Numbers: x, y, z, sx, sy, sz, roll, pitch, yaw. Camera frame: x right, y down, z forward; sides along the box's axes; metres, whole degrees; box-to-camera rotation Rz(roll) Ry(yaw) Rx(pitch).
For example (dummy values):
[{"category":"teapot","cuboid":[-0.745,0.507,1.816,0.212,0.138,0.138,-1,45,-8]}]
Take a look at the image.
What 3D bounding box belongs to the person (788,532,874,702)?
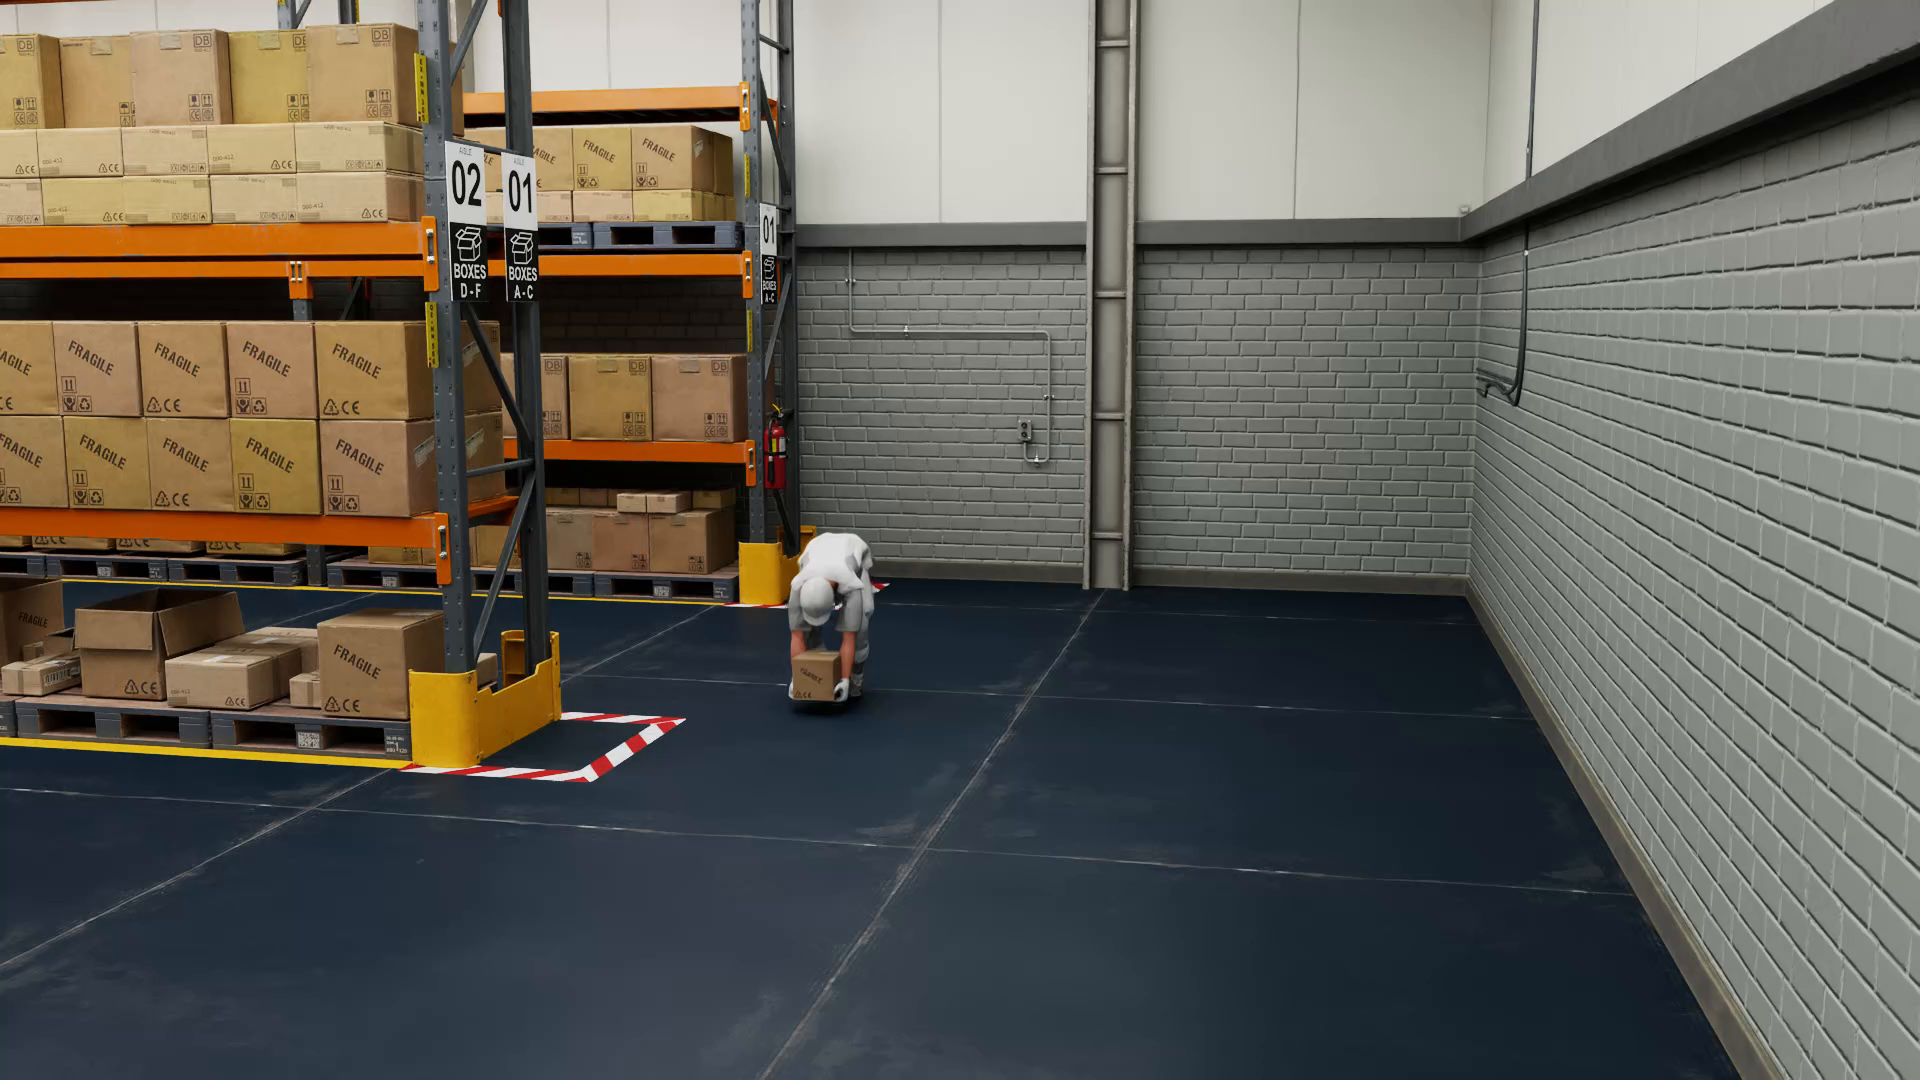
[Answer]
[{"category":"person","cuboid":[-0.793,0.484,10.089,0.519,0.997,0.950,1,8,8]}]
